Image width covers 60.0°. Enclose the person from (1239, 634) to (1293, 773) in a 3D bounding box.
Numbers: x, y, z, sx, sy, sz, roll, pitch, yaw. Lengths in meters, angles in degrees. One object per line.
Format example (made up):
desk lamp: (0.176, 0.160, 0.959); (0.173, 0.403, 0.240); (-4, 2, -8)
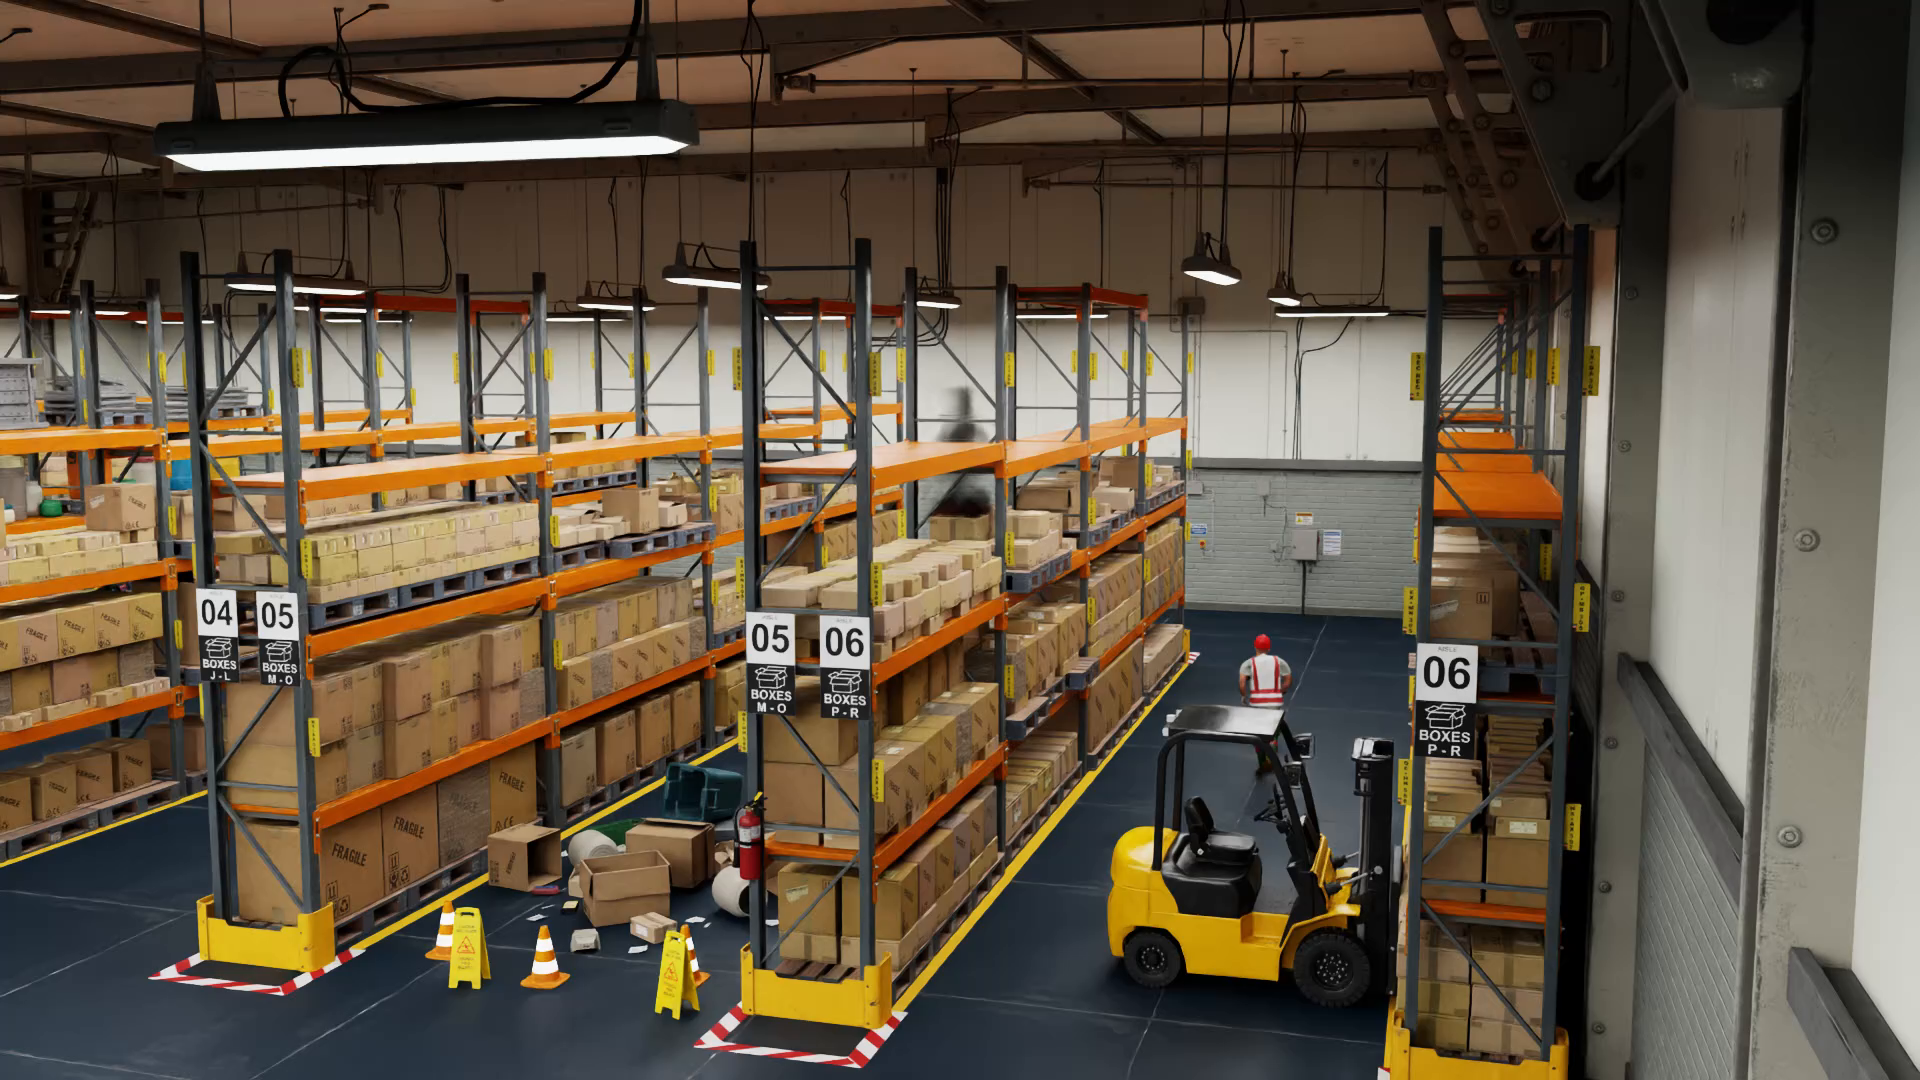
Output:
person: (3.699, 2.055, 20.160); (0.658, 1.772, 1.074); (1, 6, 6)
